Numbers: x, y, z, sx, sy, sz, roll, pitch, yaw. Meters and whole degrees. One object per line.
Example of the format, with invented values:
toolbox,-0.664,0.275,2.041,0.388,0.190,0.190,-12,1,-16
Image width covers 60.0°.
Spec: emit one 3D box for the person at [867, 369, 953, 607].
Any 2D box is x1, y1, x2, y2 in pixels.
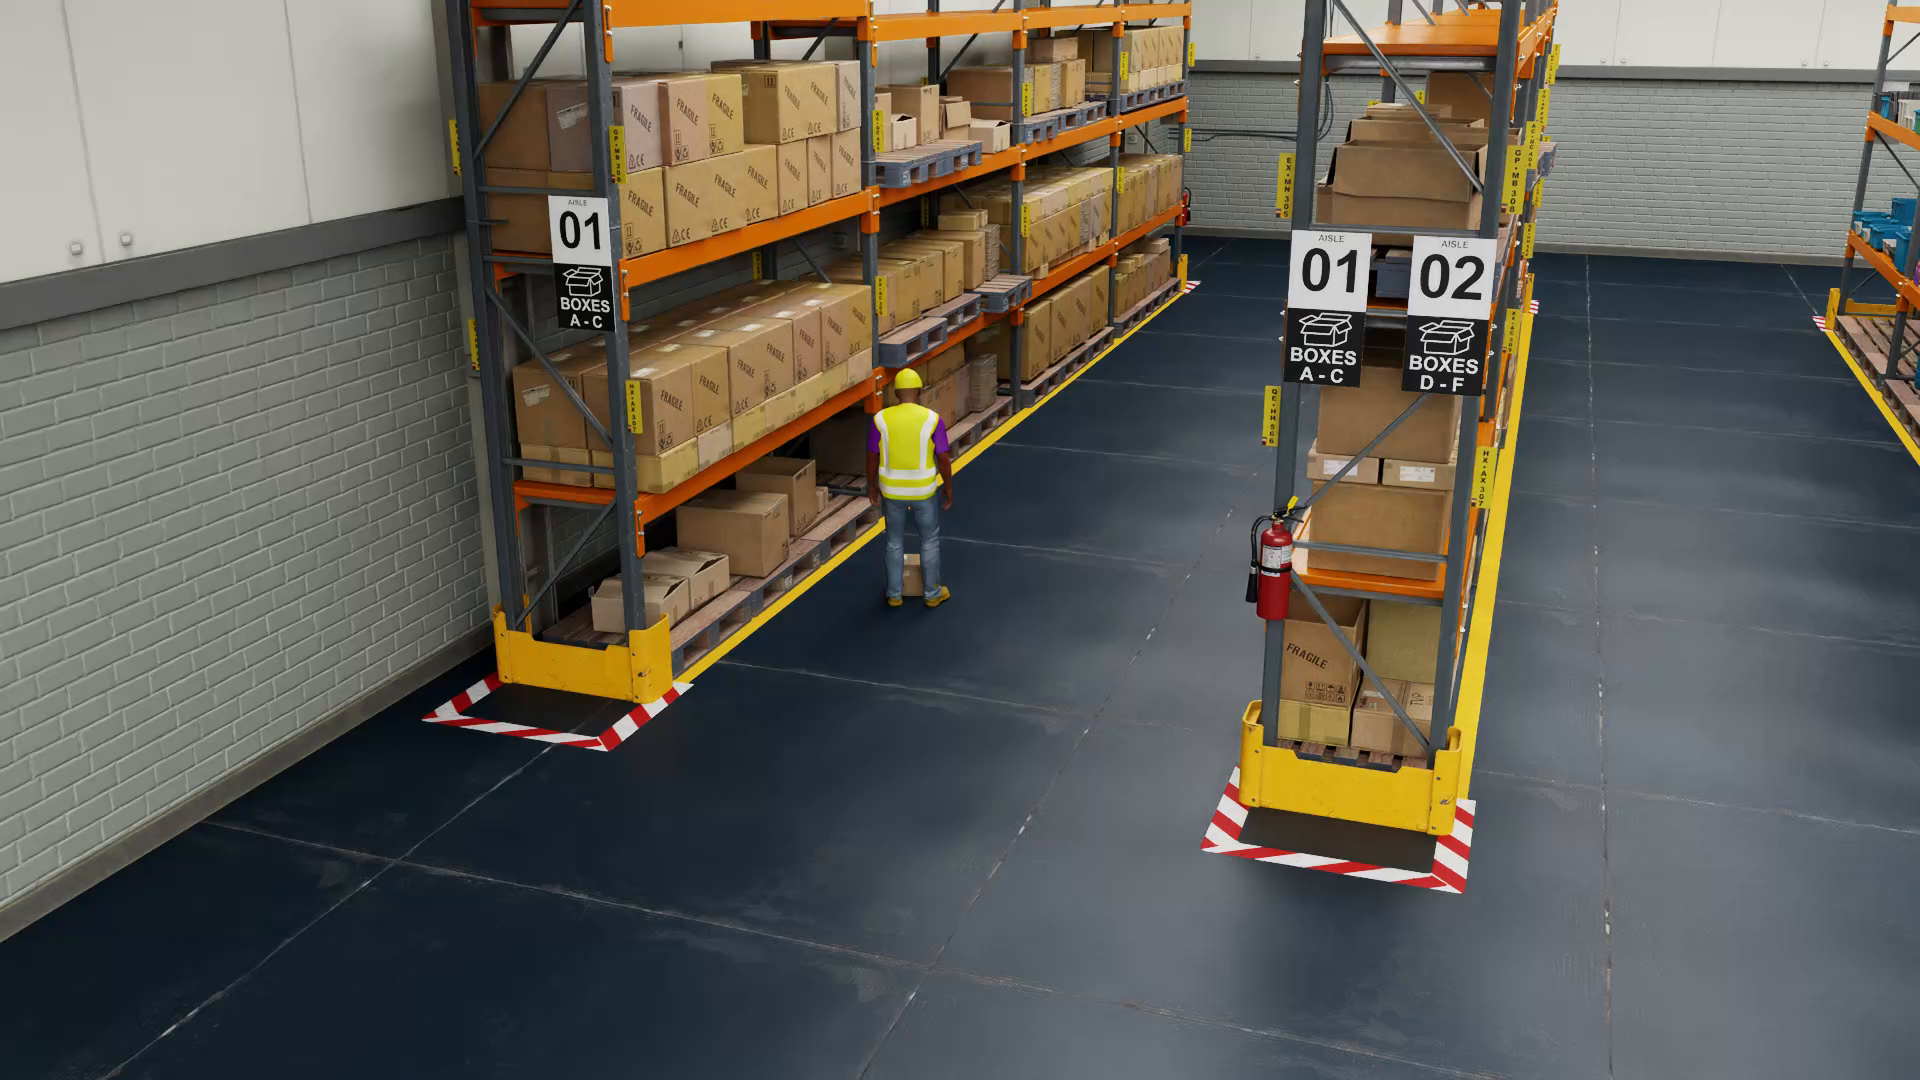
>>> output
person,-0.364,-0.378,12.158,0.628,1.761,0.456,2,19,6
